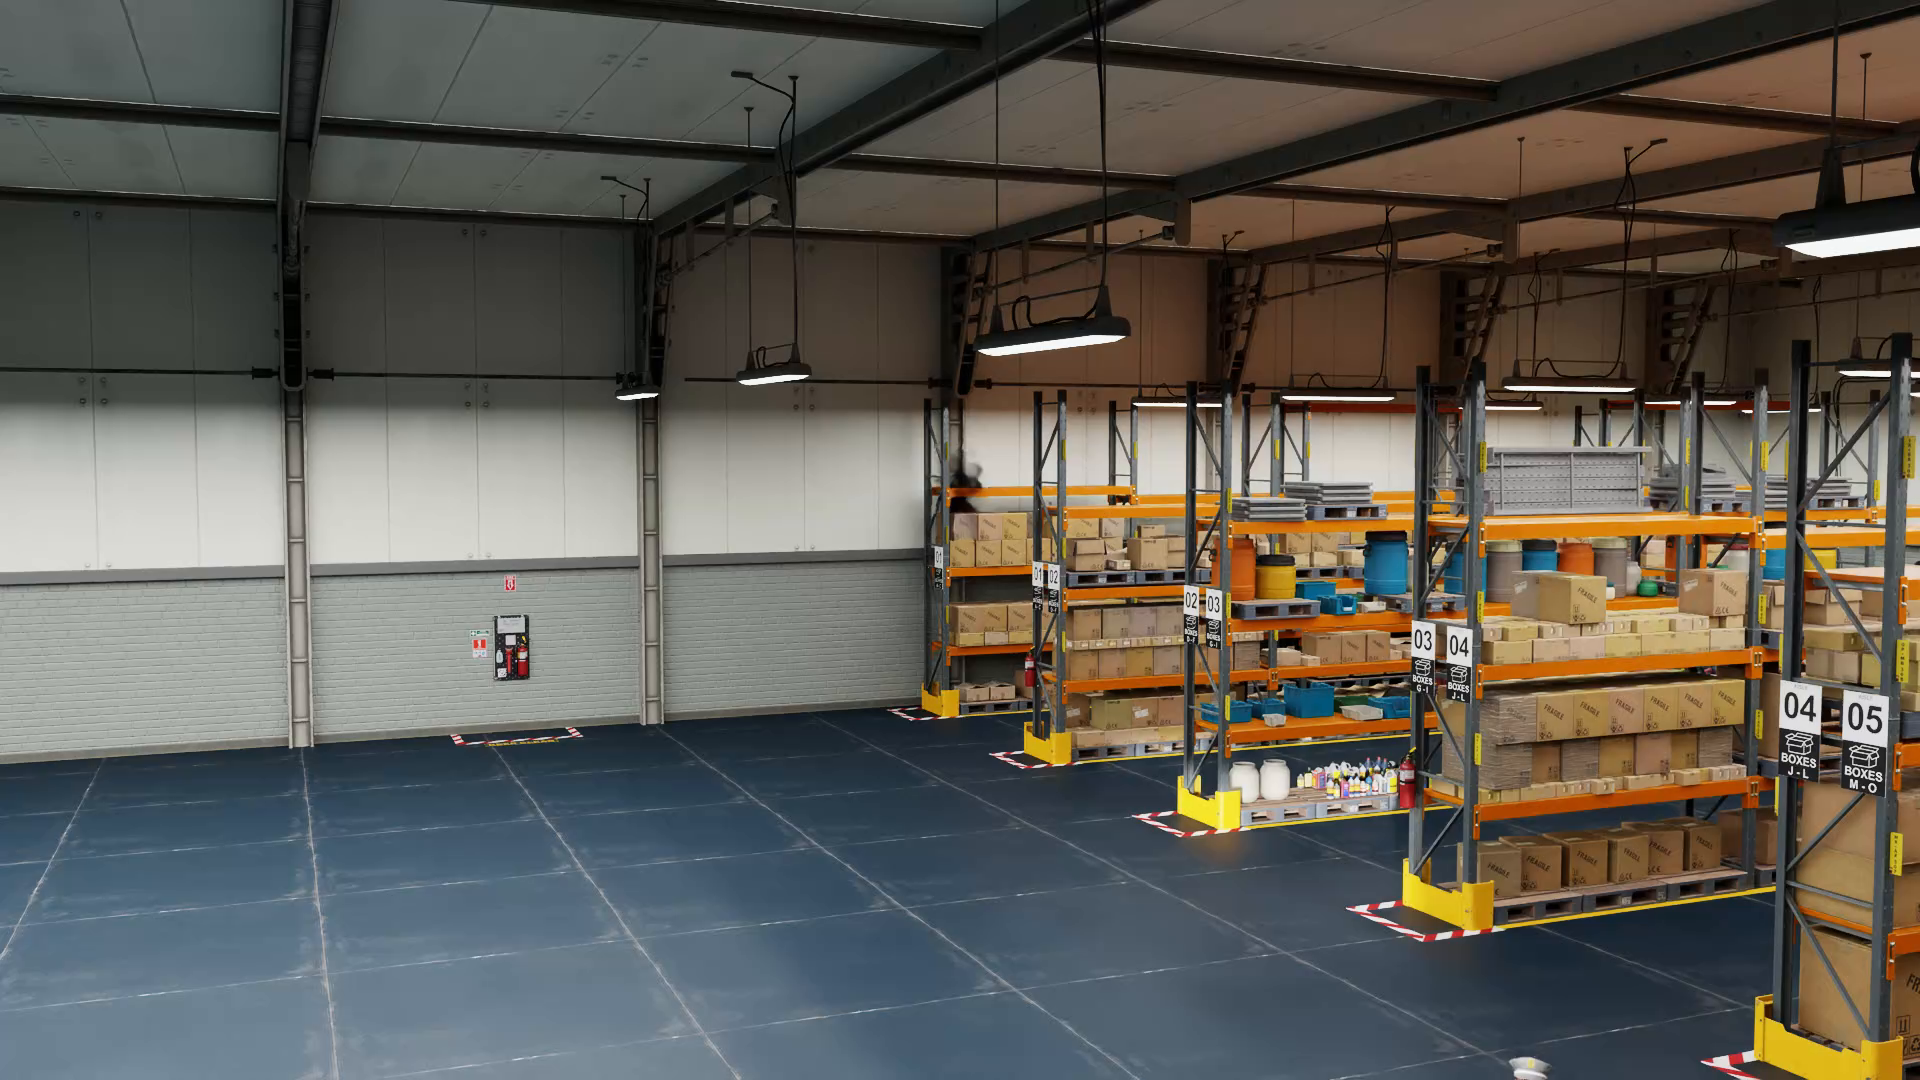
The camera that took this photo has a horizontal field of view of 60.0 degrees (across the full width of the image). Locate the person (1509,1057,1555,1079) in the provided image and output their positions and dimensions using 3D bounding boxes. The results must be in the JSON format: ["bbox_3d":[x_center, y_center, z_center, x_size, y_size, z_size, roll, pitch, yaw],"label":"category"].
[{"bbox_3d":[3.248,3.773,9.458,0.624,1.666,0.515,1,4,23],"label":"person"}]
